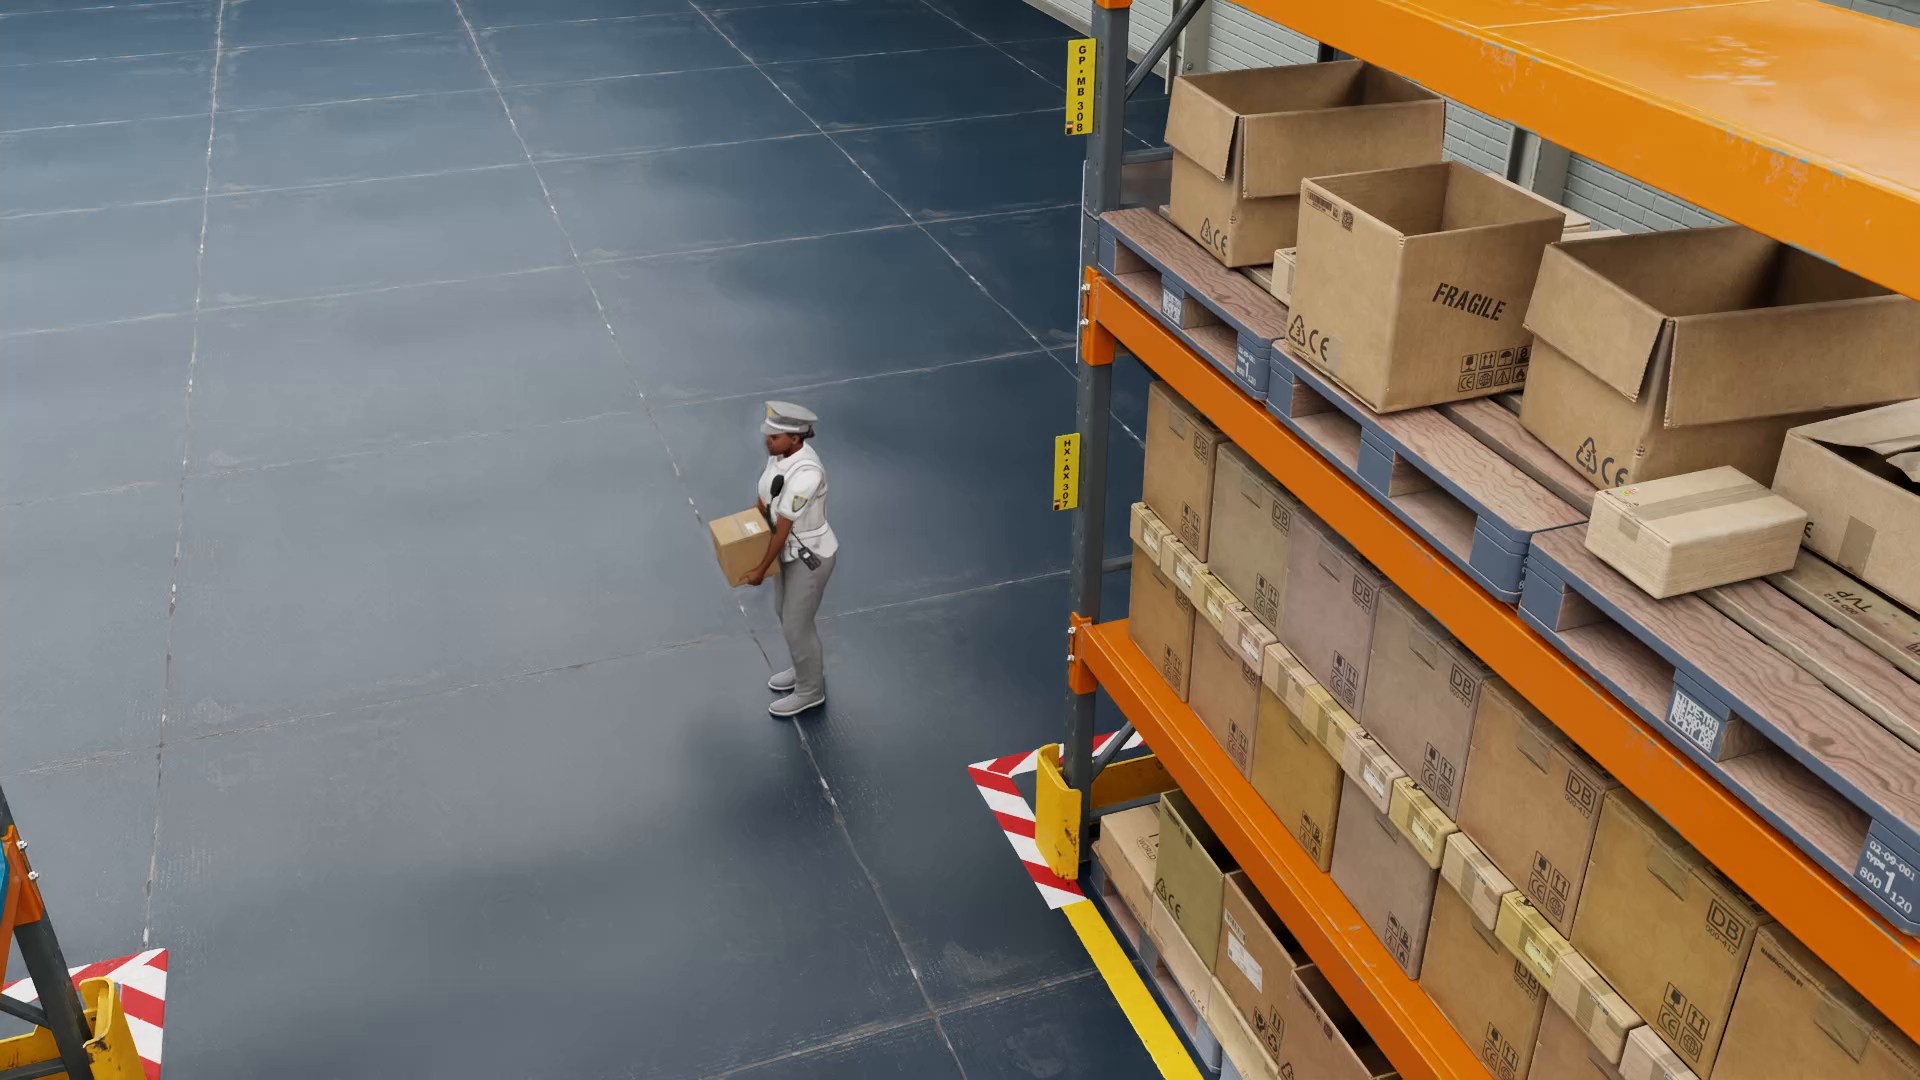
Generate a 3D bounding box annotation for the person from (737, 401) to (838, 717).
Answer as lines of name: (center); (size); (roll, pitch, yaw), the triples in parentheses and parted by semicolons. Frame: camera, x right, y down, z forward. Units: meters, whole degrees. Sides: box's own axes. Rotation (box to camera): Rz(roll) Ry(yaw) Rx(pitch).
person: (-0.867, 0.090, 8.170); (0.530, 1.685, 0.416); (-11, 32, -18)
